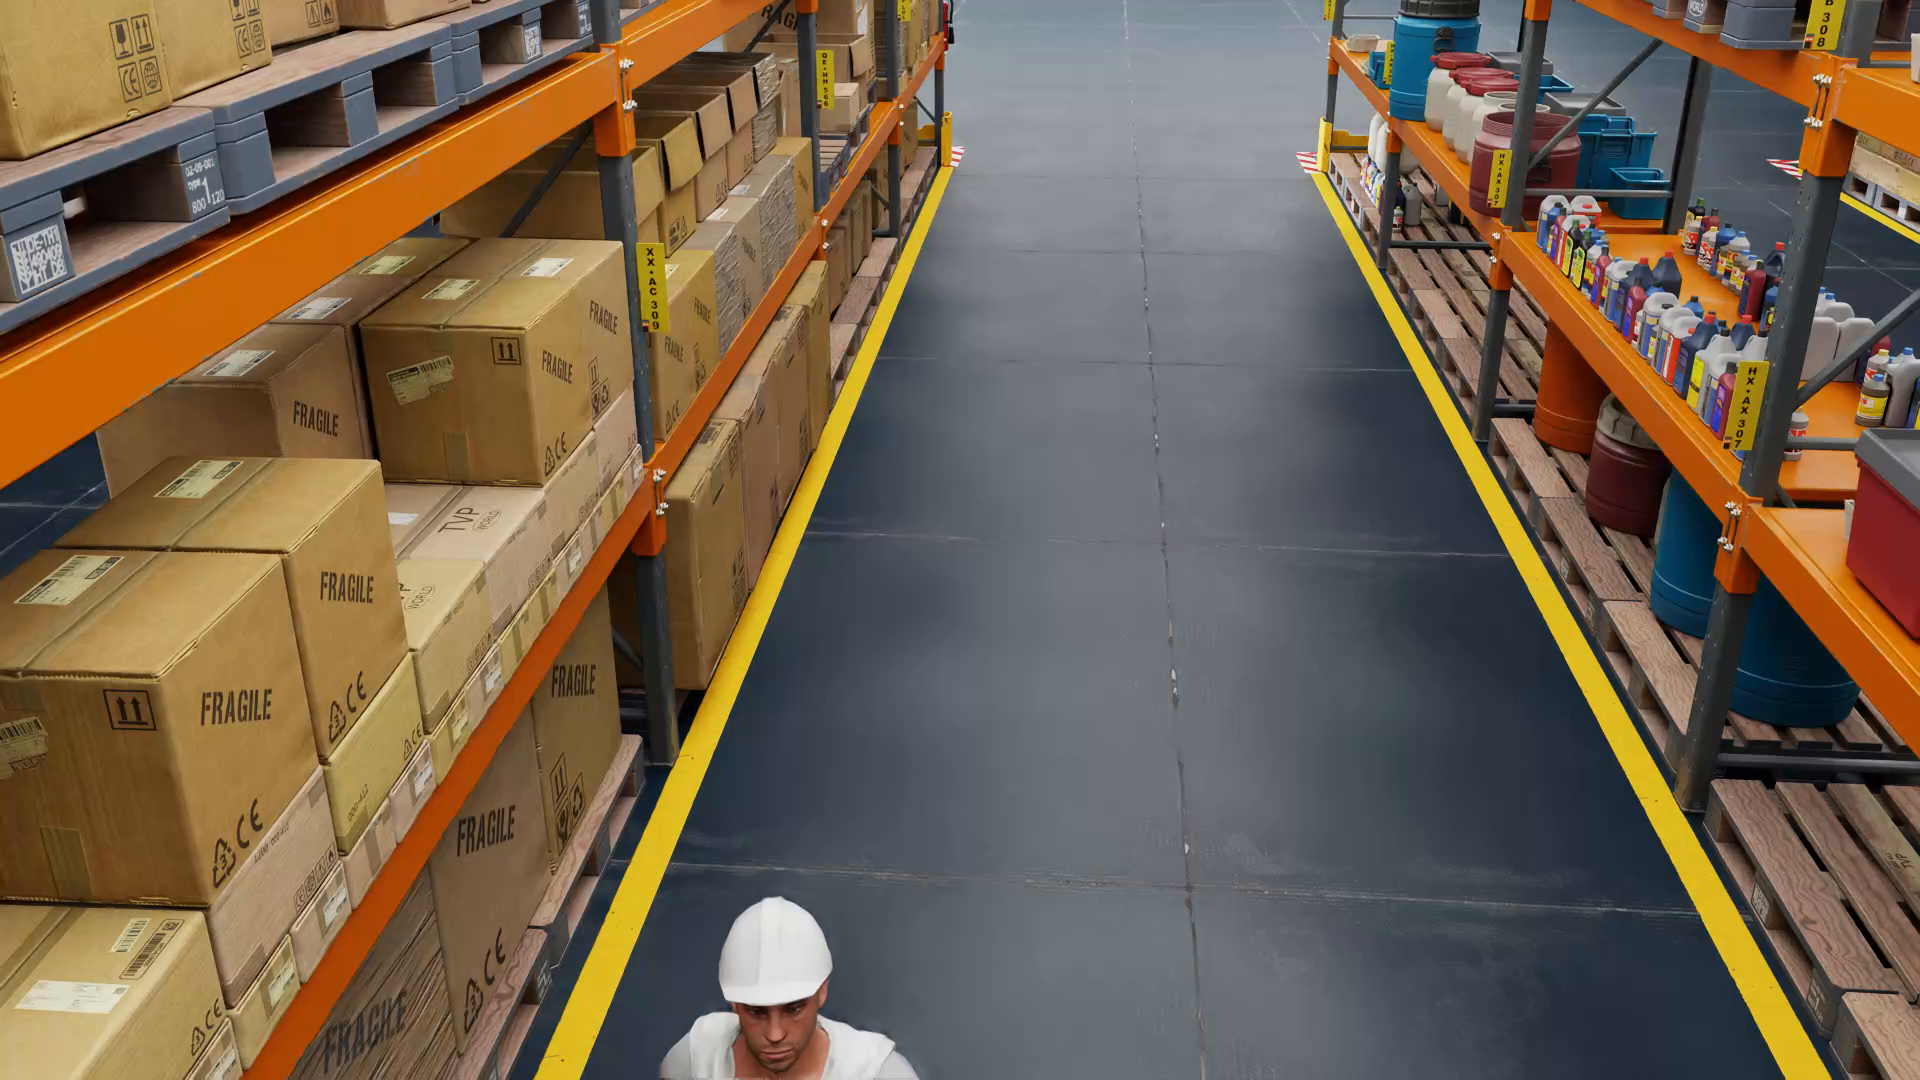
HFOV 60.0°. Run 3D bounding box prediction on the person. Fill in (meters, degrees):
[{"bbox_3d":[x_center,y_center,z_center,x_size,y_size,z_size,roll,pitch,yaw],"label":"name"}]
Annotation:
[{"bbox_3d":[-0.341,1.497,3.190,0.573,1.778,0.467,3,25,7],"label":"person"}]
